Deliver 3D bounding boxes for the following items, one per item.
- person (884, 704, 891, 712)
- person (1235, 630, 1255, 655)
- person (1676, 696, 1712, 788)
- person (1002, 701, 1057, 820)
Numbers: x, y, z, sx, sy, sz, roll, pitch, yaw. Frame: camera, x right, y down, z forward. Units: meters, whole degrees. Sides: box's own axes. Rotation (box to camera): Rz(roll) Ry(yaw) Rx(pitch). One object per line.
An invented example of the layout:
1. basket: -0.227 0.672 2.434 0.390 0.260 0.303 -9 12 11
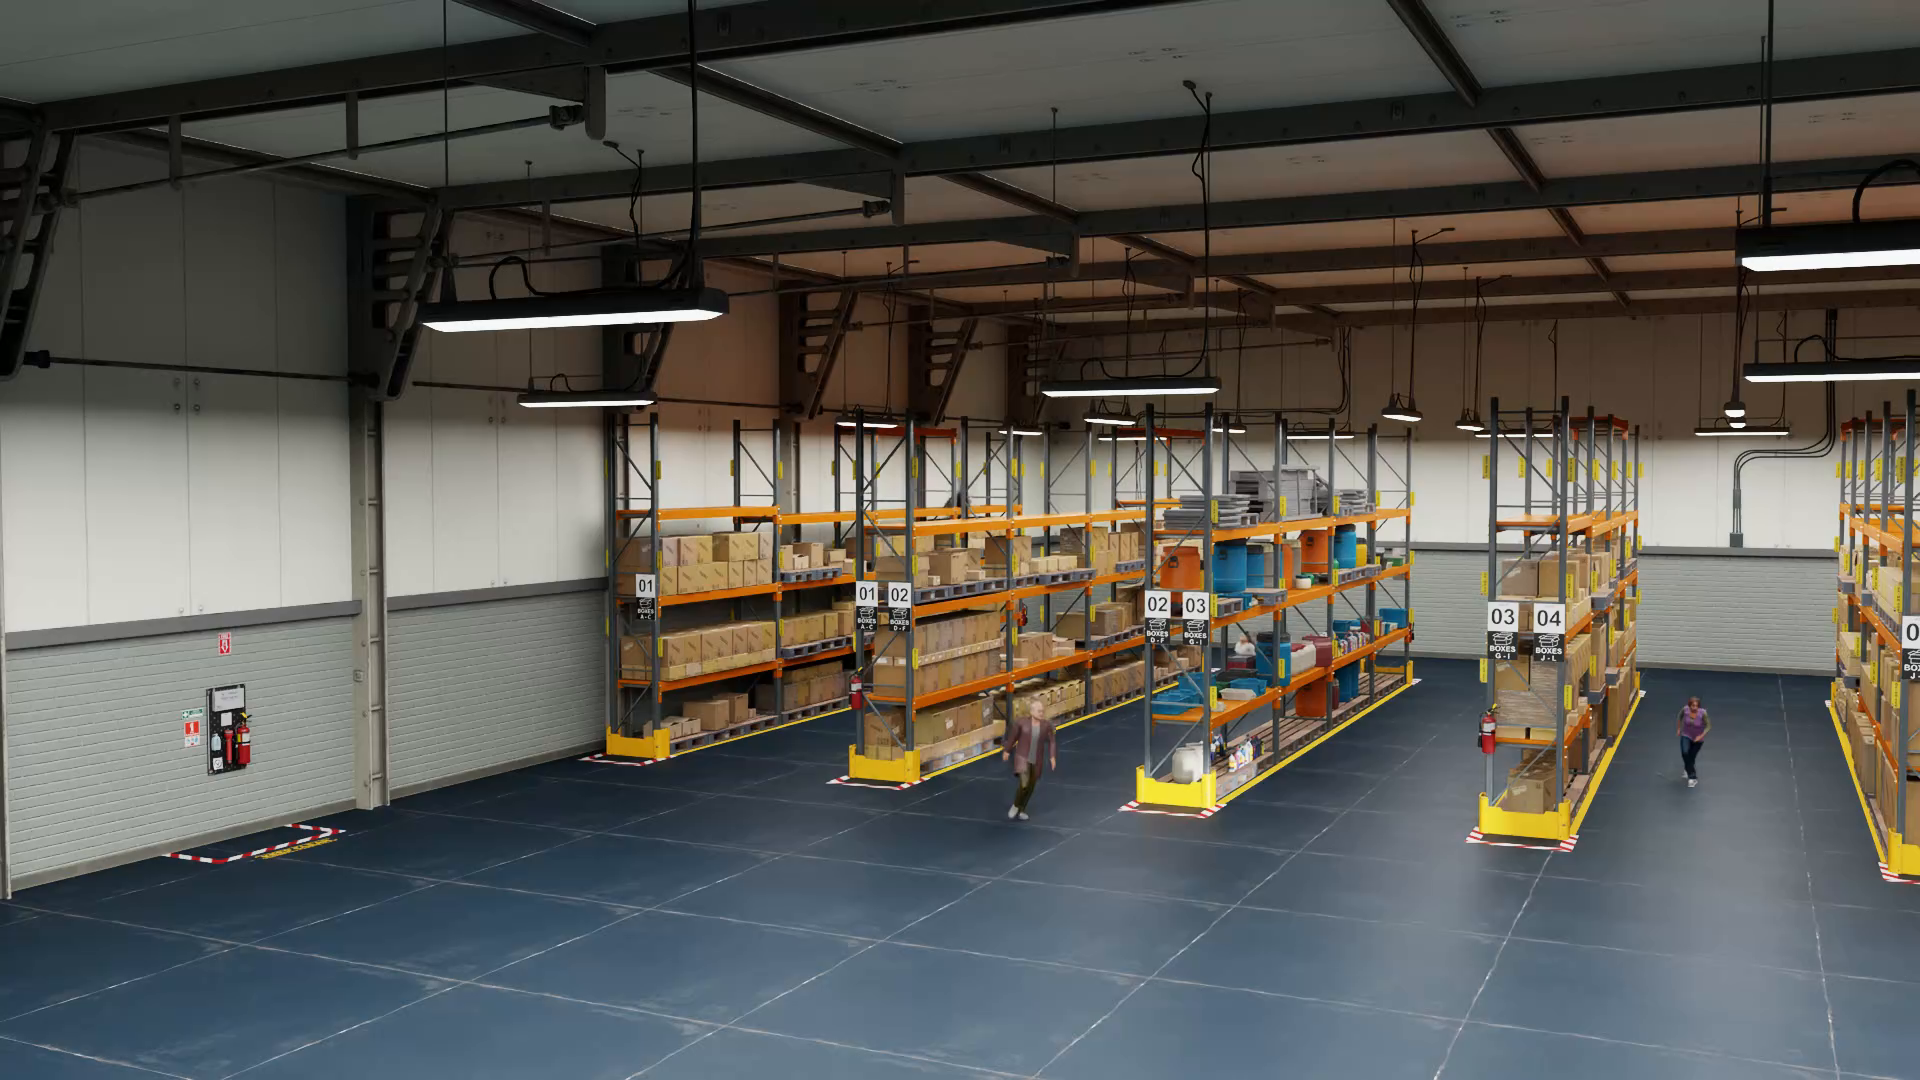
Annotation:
1. person: -1.104 2.831 31.596 0.797 1.663 0.662 -2 3 -44
2. person: 5.909 2.710 34.616 0.516 1.679 0.689 2 3 33
3. person: 11.672 3.158 26.446 0.515 1.441 0.972 1 3 25
4. person: 1.013 3.138 23.632 0.673 1.727 0.760 -1 3 -19
